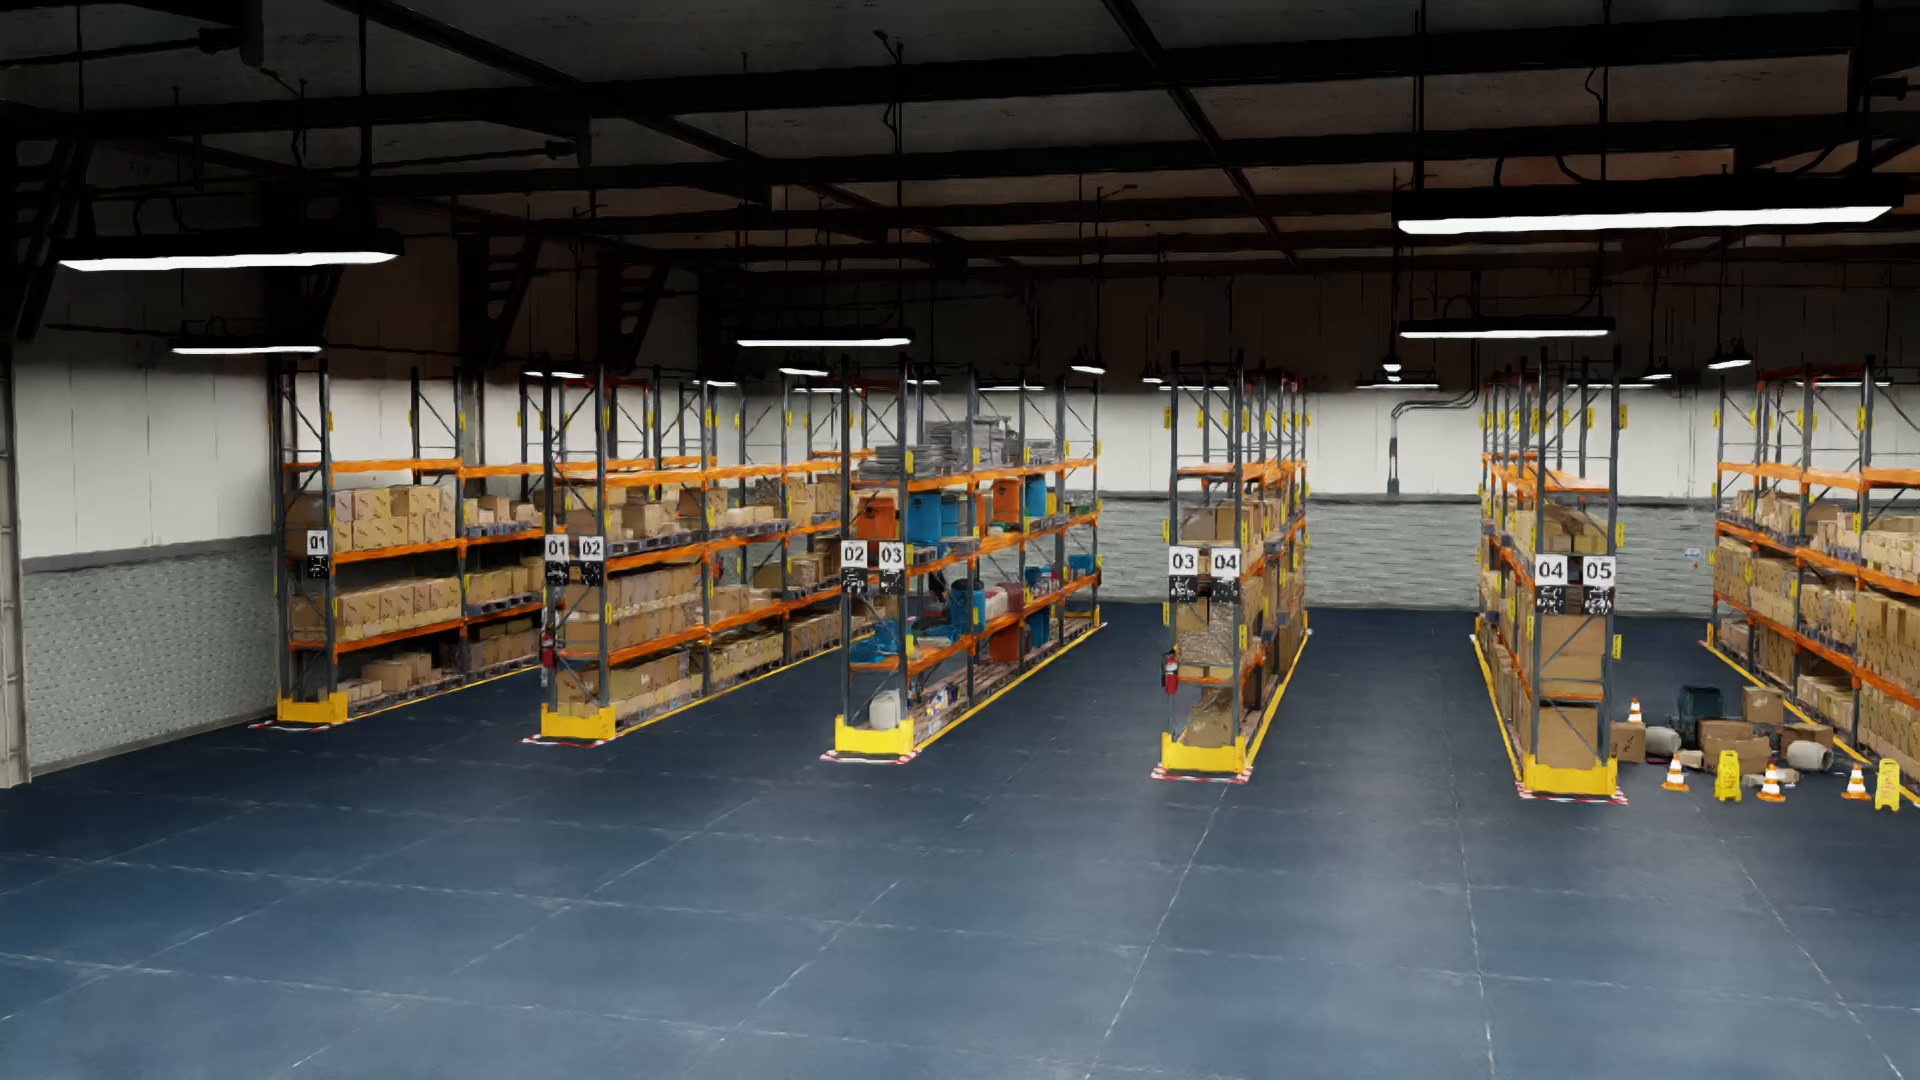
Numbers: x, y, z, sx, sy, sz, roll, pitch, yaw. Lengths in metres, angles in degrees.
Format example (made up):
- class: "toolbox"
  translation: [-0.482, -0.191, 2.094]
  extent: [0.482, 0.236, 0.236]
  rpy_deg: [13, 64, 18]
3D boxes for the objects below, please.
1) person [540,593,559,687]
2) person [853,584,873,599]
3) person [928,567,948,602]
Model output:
- class: "person"
  translation: [-7.660, 1.841, 31.302]
  extent: [0.467, 1.789, 0.634]
  rpy_deg: [-1, 4, -12]
- class: "person"
  translation: [-2.563, 0.921, 44.377]
  extent: [0.744, 1.755, 0.568]
  rpy_deg: [-3, 5, -36]
- class: "person"
  translation: [-0.542, 1.238, 40.759]
  extent: [0.555, 1.673, 1.029]
  rpy_deg: [1, 4, 14]
